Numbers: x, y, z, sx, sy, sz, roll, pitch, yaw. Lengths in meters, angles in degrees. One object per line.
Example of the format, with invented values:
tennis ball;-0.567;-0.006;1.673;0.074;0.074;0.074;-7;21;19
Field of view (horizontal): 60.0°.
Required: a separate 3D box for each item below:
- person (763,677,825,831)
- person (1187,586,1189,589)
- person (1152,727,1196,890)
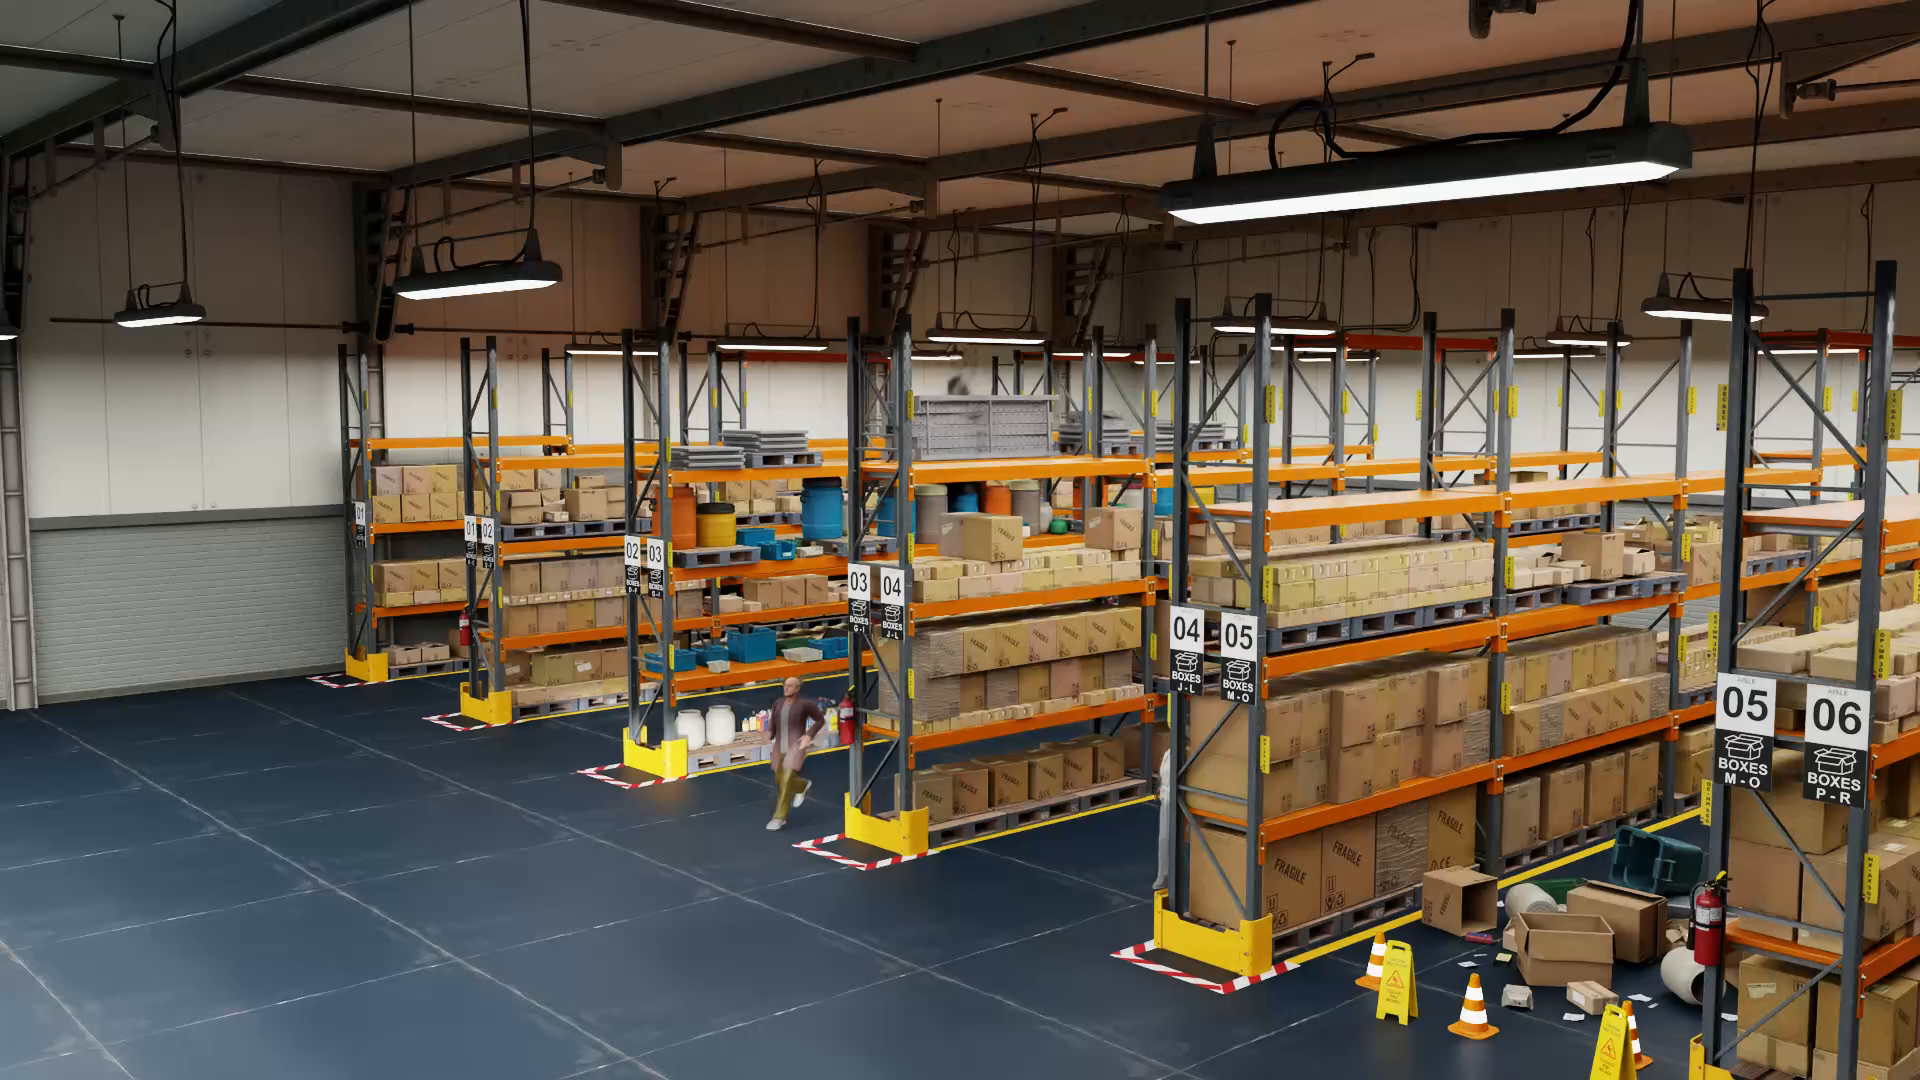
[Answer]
person;-2.023;2.517;19.873;0.725;1.749;0.949;3;6;28
person;4.886;1.172;34.950;0.676;1.735;0.623;3;6;30
person;2.297;2.747;17.408;0.580;1.676;0.935;4;6;34
